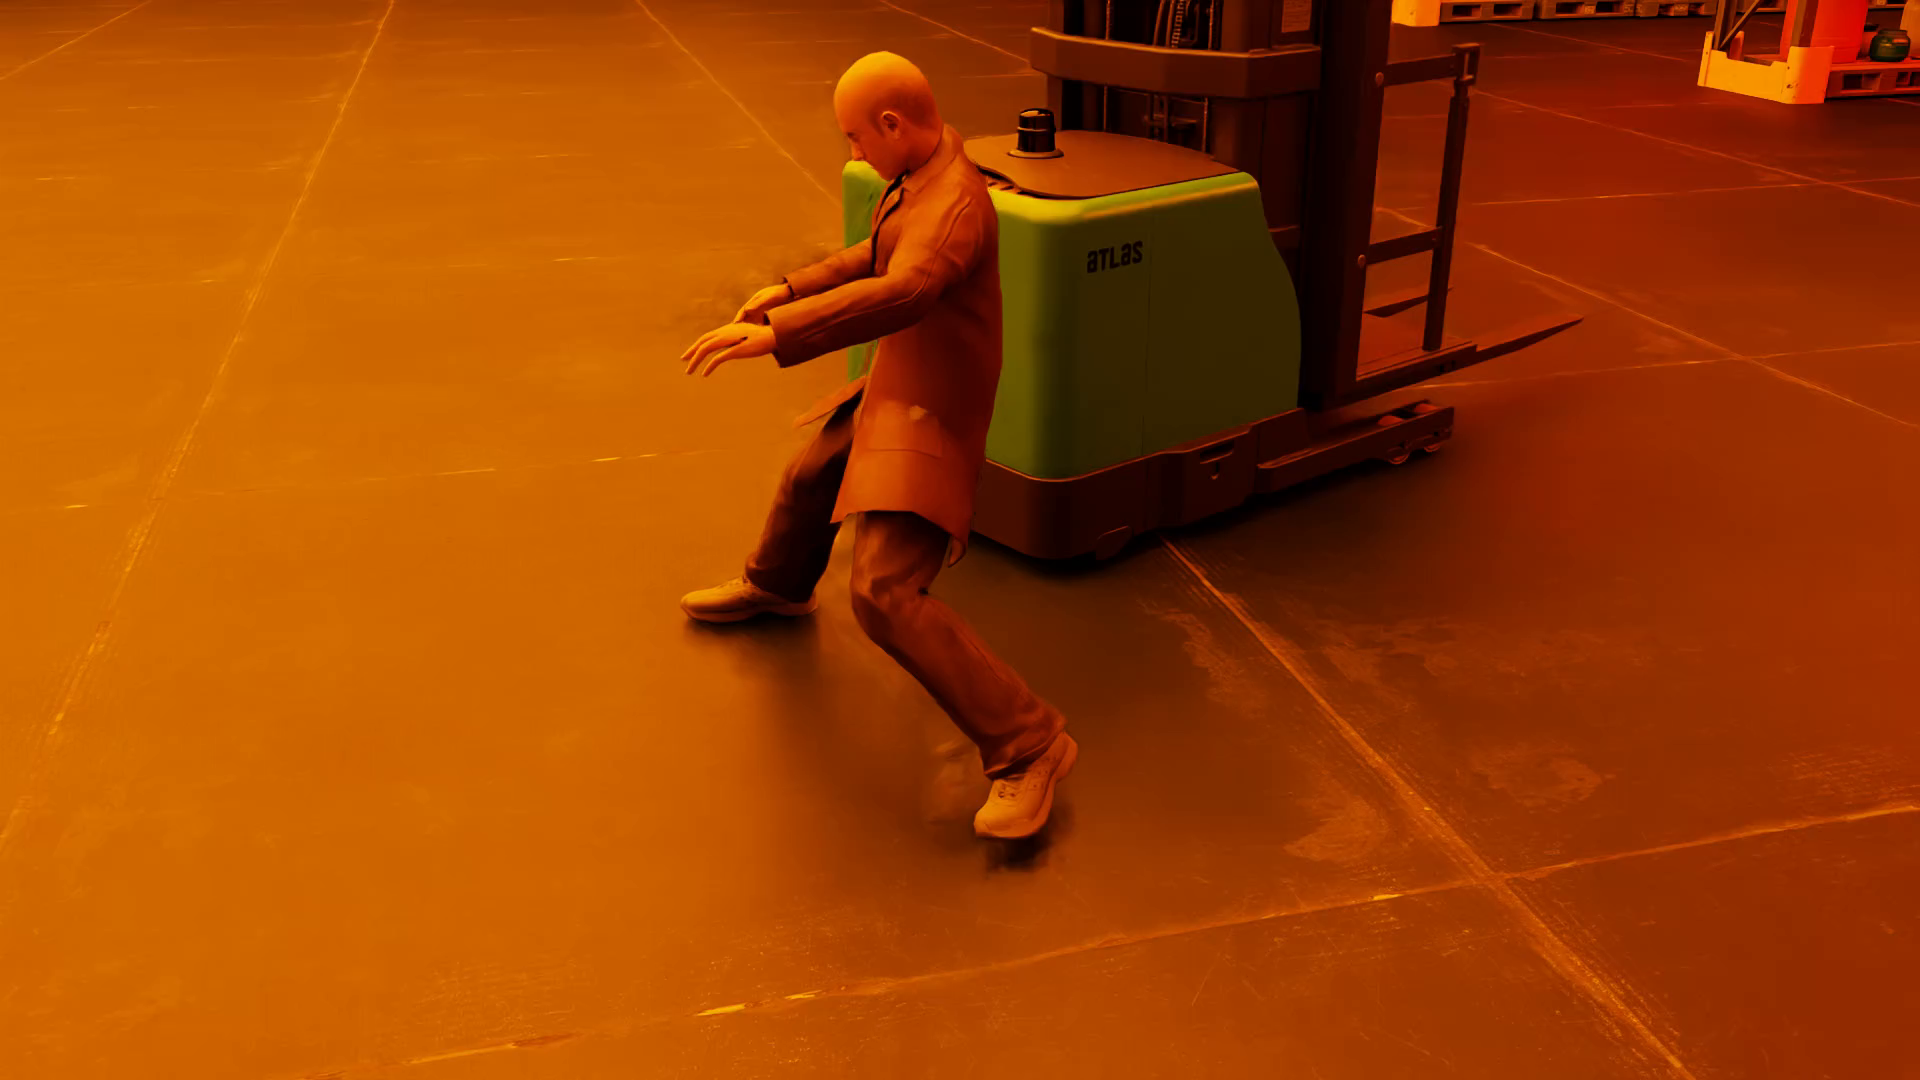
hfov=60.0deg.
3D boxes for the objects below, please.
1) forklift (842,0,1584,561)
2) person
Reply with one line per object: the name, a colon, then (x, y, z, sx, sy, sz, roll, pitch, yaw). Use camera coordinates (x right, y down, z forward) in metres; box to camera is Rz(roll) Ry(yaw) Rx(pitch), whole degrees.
forklift: (1.083, -1.746, 5.412, 3.031, 2.935, 1.130, -18, 29, -36)
person: (-0.240, -0.287, 3.736, 0.922, 1.551, 1.338, -2, 23, -6)
